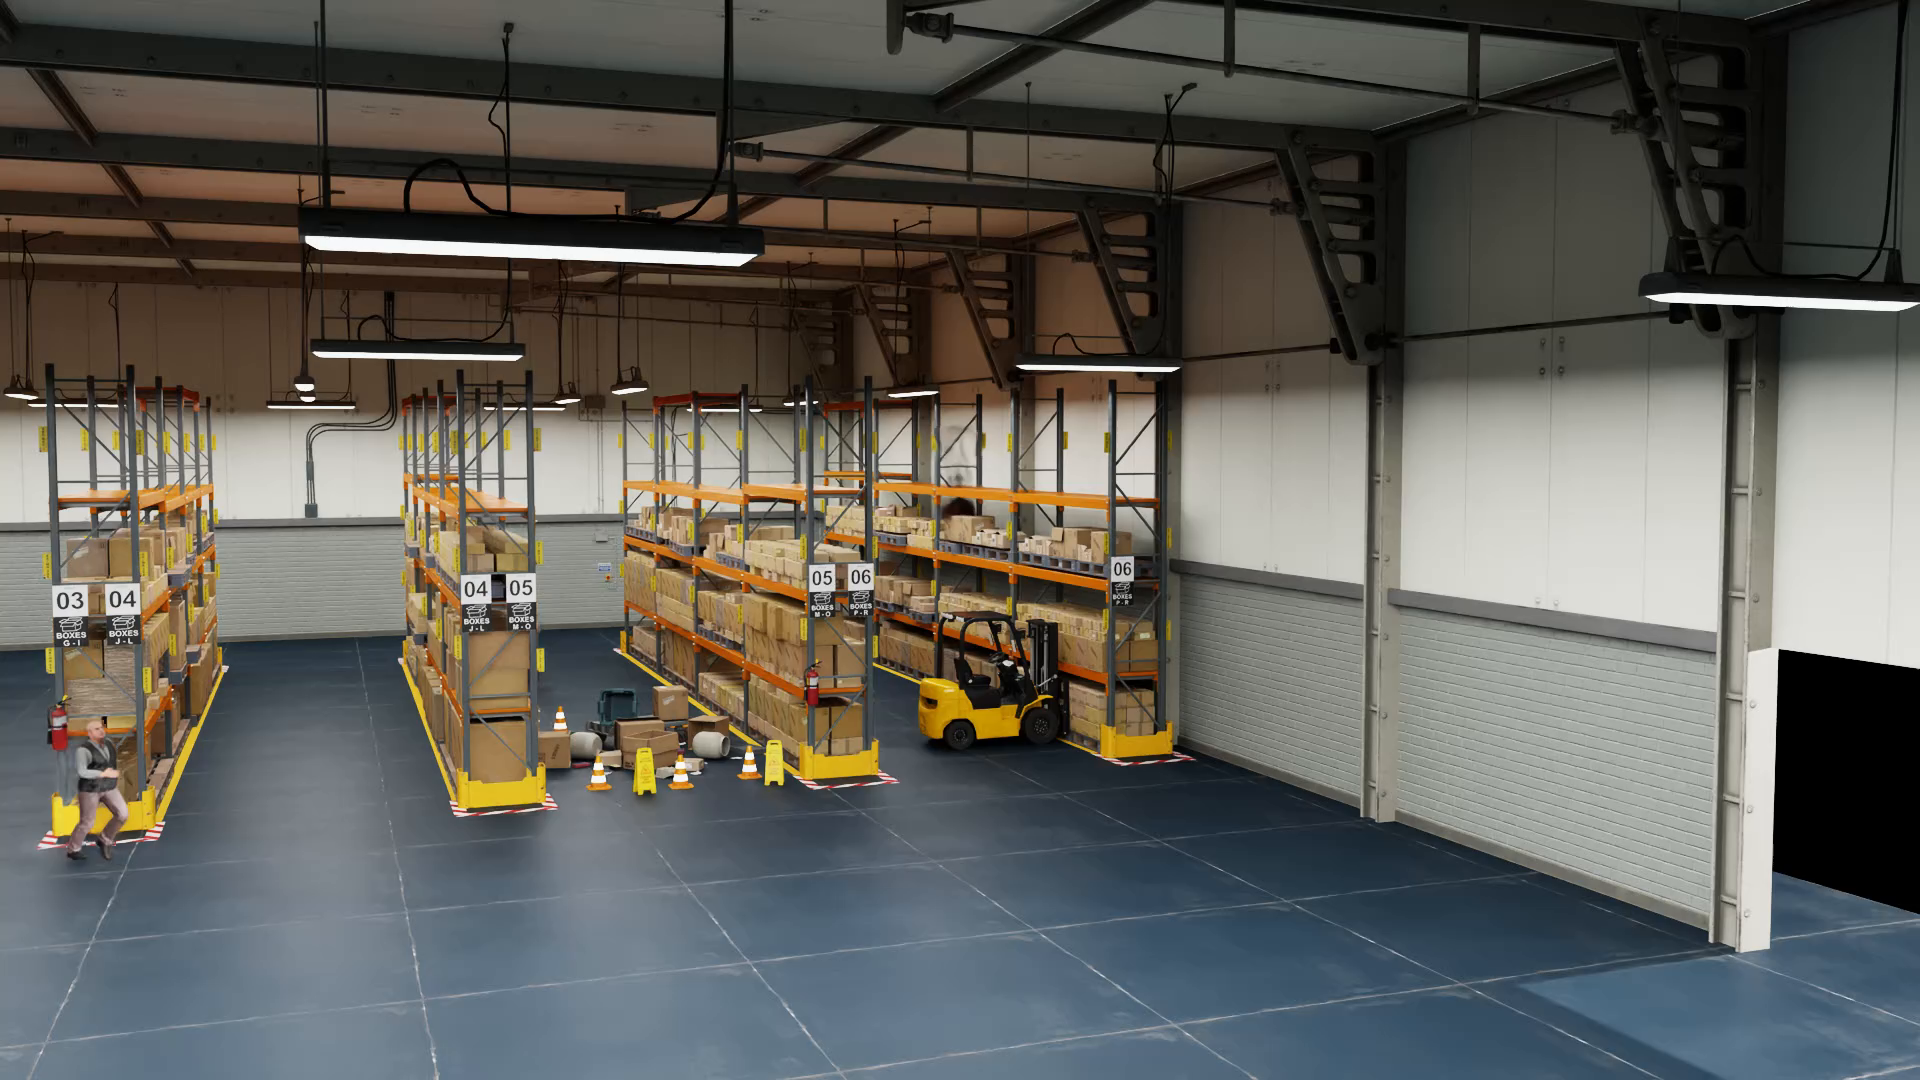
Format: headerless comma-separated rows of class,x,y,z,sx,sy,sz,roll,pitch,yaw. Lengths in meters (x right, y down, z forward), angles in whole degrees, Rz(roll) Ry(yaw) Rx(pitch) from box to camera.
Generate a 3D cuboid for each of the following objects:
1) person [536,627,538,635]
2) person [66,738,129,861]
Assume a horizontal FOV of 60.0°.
person,-9.206,1.881,35.005,0.618,0.803,0.465,-1,3,-13
person,-16.105,2.586,28.466,18.663,1.472,11.275,2,4,25
